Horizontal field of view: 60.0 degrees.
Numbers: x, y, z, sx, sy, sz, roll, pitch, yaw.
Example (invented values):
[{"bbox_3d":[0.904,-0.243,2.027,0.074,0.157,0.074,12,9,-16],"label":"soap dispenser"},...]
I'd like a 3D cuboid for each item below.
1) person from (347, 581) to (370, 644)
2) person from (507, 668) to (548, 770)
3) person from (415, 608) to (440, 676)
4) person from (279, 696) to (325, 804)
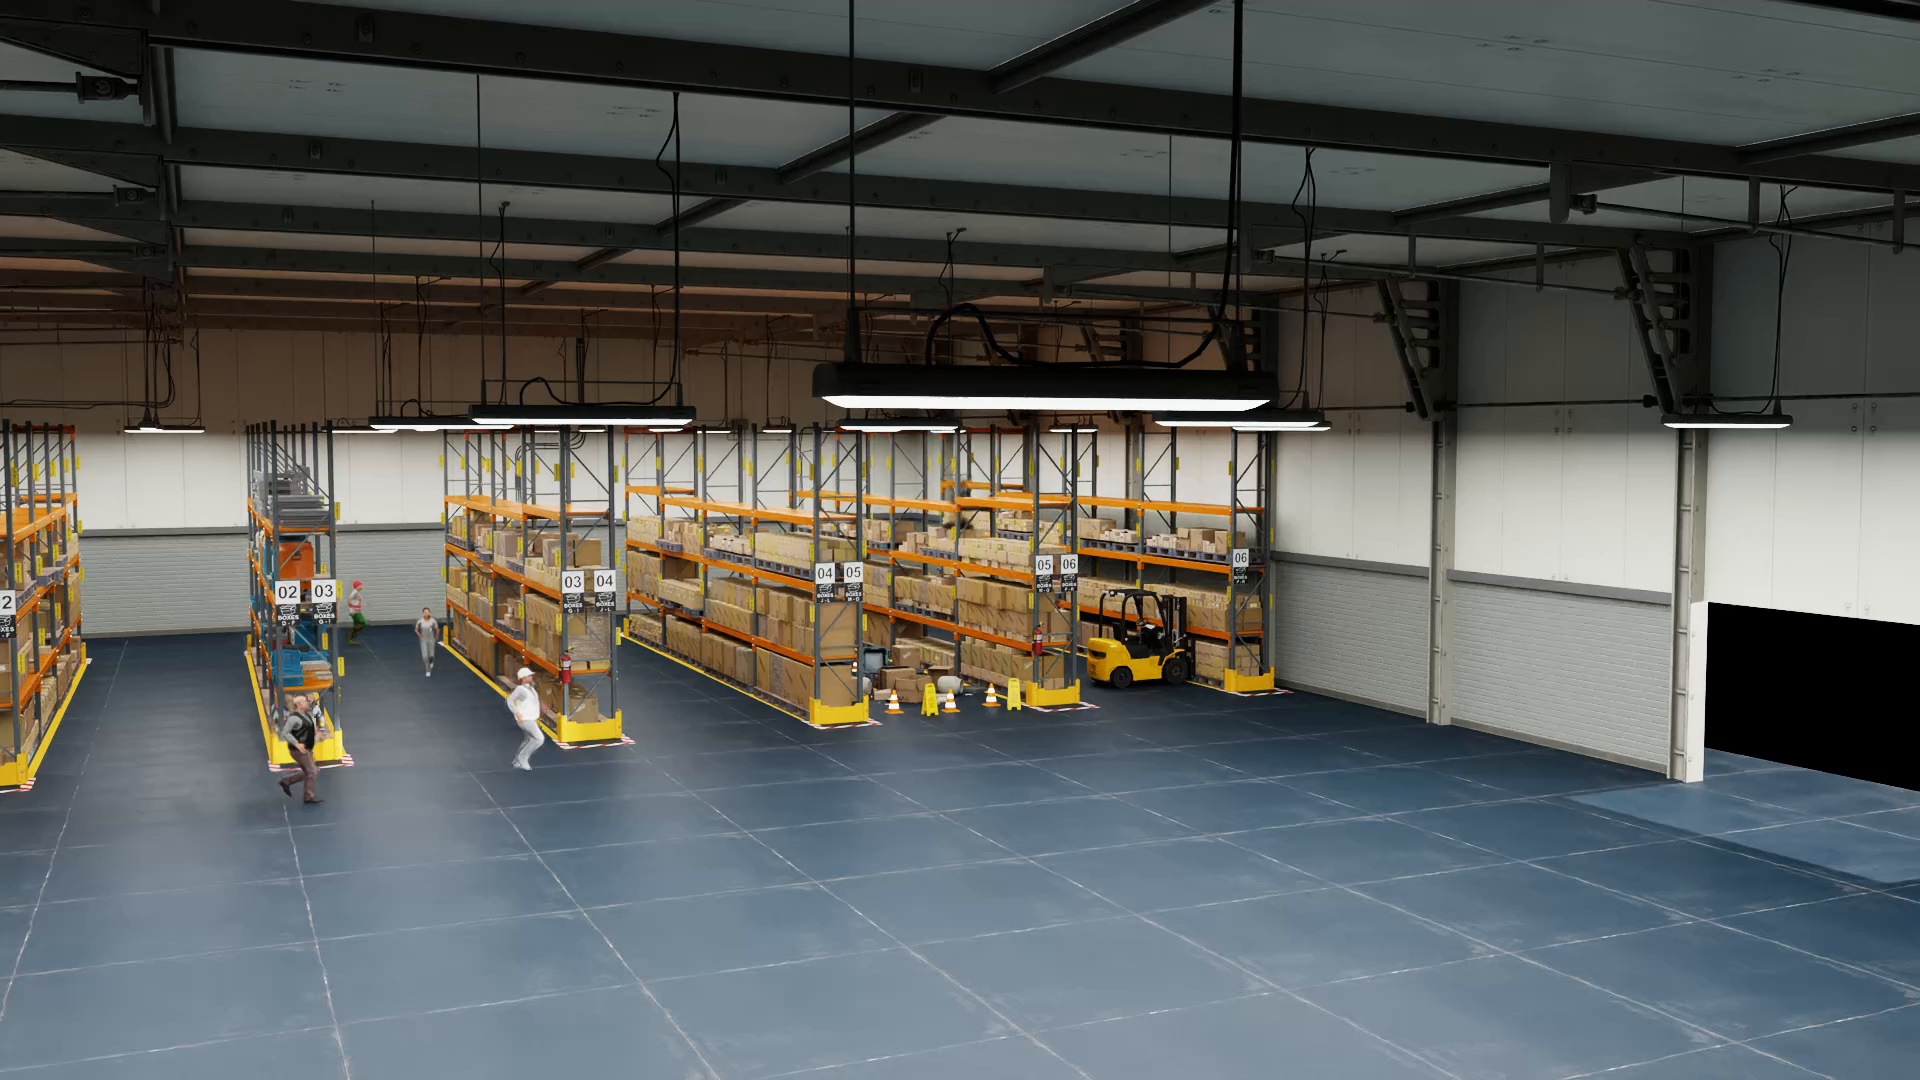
[{"bbox_3d":[-16.547,1.995,45.721,0.610,1.732,0.661,-2,4,-23],"label":"person"},{"bbox_3d":[-7.367,3.058,28.440,0.659,1.740,0.640,0,4,6],"label":"person"},{"bbox_3d":[-12.746,2.431,39.799,0.565,1.630,0.572,-1,4,-18],"label":"person"},{"bbox_3d":[-10.267,3.261,25.836,0.731,1.688,0.659,0,4,0],"label":"person"}]
